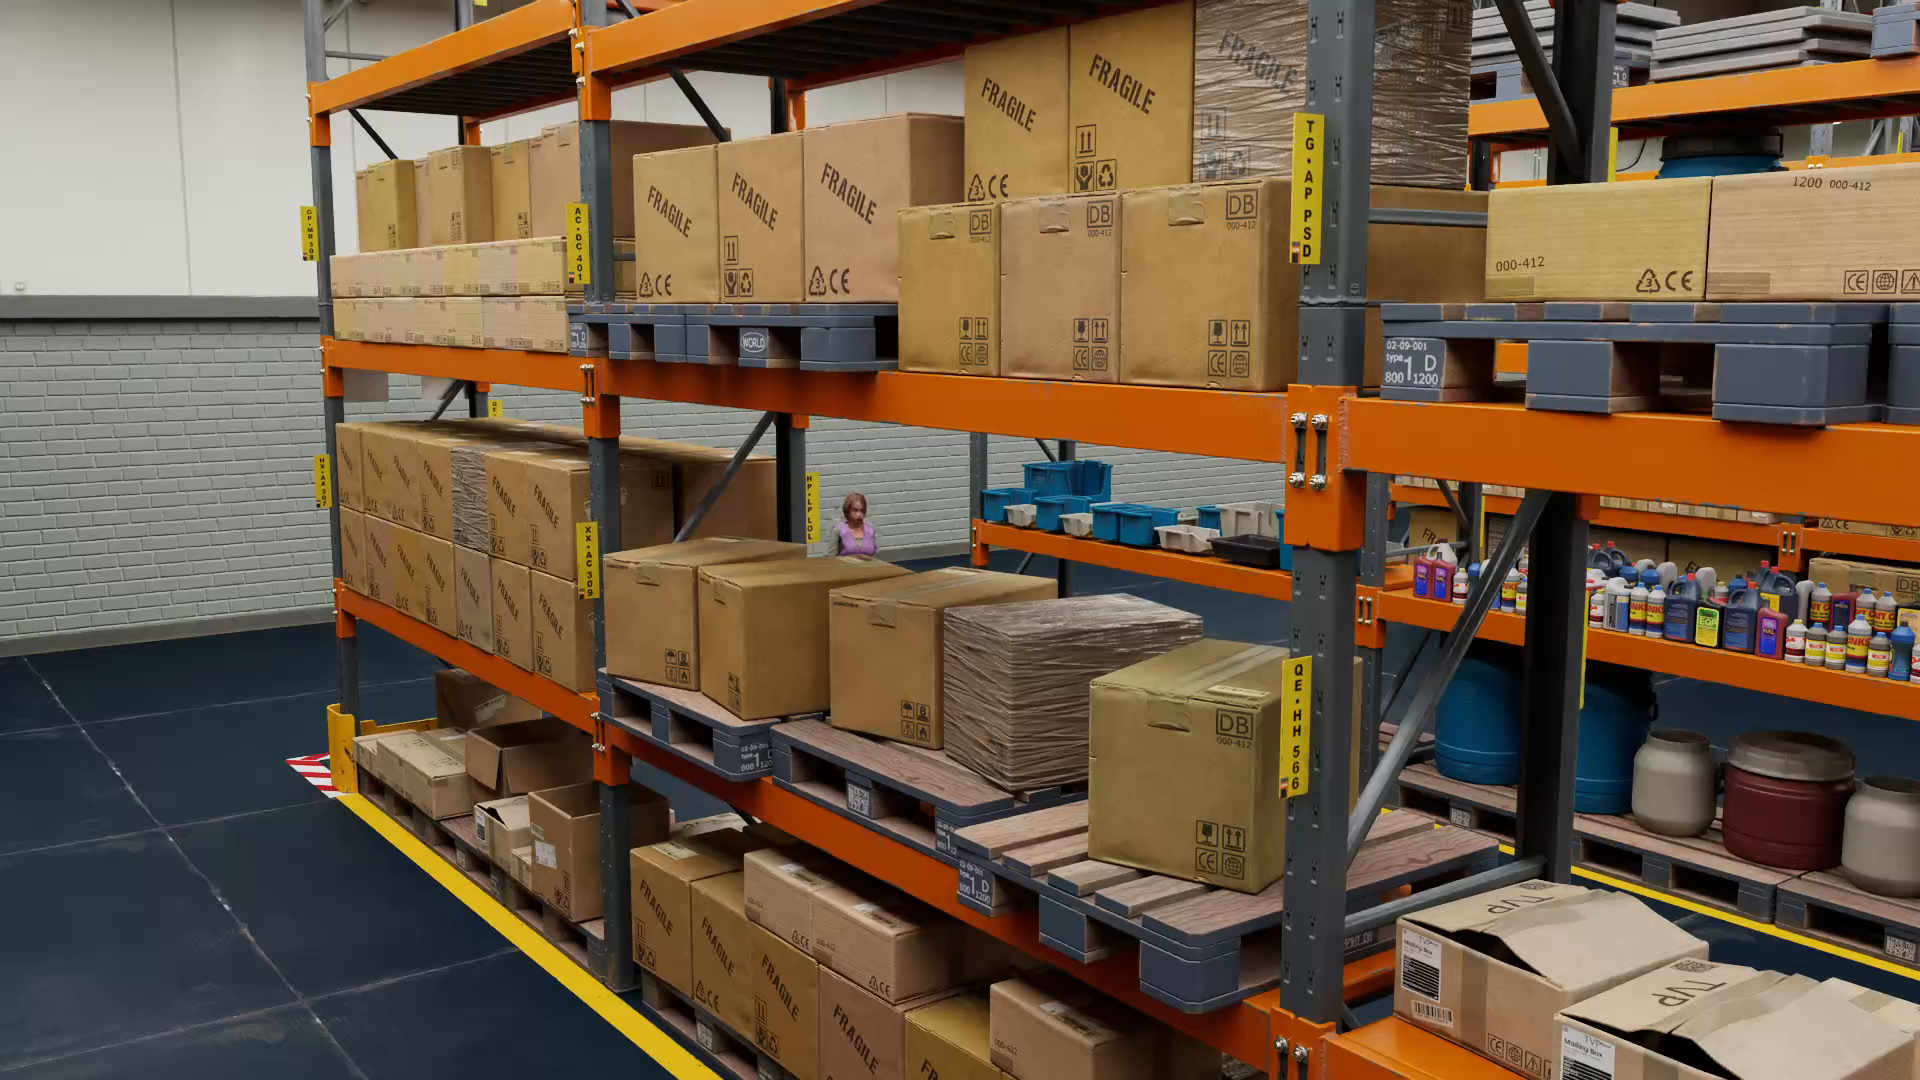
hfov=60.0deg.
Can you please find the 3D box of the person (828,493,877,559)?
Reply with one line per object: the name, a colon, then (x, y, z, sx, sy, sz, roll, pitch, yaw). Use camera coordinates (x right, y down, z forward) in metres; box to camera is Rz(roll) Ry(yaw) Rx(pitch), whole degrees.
person: (-0.794, 0.428, 12.773, 0.466, 1.577, 0.843, -3, 8, -19)
